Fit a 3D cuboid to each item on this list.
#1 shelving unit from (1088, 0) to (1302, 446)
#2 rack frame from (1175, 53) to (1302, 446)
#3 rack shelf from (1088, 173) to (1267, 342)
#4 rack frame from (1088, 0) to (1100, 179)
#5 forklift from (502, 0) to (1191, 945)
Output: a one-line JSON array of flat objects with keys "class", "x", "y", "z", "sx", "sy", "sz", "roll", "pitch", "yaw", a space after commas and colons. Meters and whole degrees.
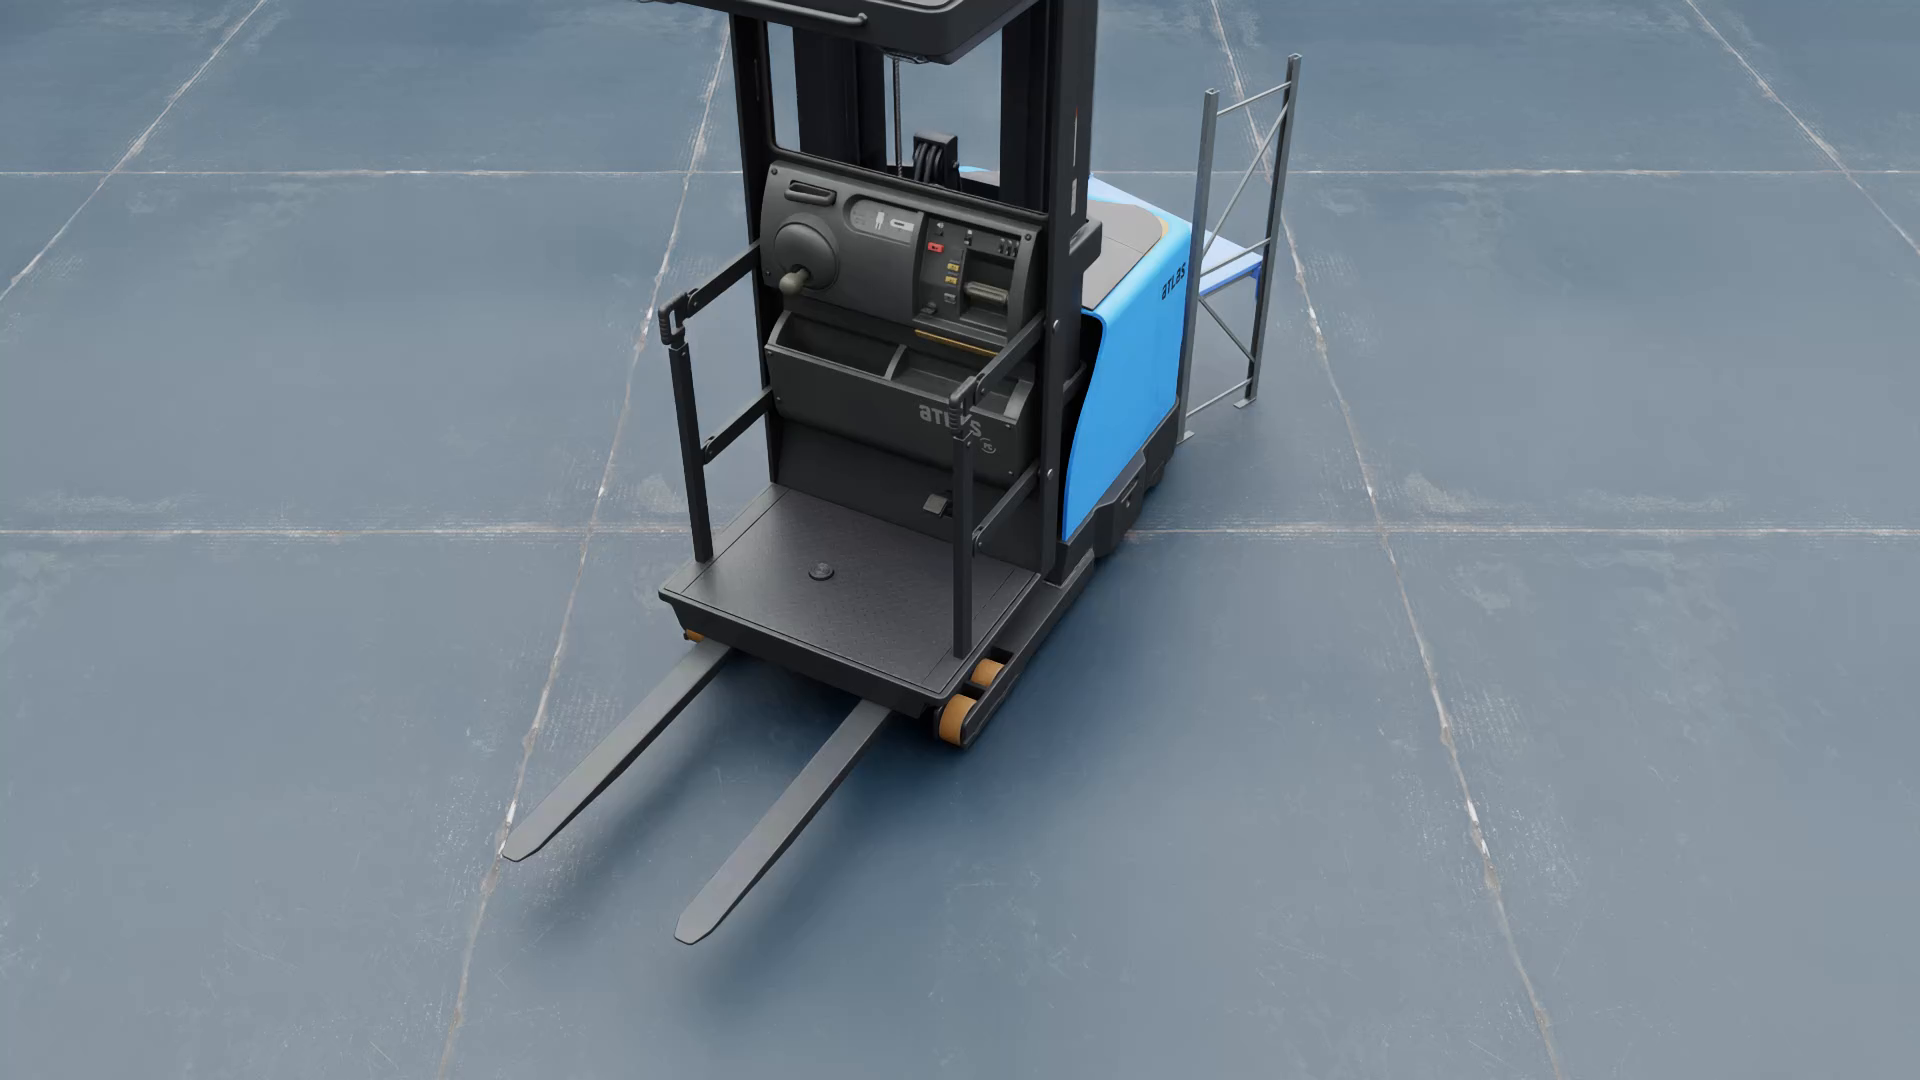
[{"class": "shelving unit", "x": 0.709, "y": -1.314, "z": 6.691, "sx": 0.538, "sy": 1.500, "sz": 1.048, "roll": -30, "pitch": 47, "yaw": -32}, {"class": "rack frame", "x": 1.050, "y": -1.079, "z": 6.397, "sx": 0.500, "sy": 1.500, "sz": 0.032, "roll": -30, "pitch": 47, "yaw": -32}, {"class": "rack shelf", "x": 0.709, "y": -1.174, "z": 6.803, "sx": 0.538, "sy": 0.185, "sz": 1.000, "roll": -30, "pitch": 47, "yaw": -32}, {"class": "rack frame", "x": 0.367, "y": -1.550, "z": 6.985, "sx": 0.500, "sy": 1.500, "sz": 0.032, "roll": -30, "pitch": 47, "yaw": -32}, {"class": "forklift", "x": -0.300, "y": -0.800, "z": 4.904, "sx": 1.130, "sy": 2.935, "sz": 3.031, "roll": 19, "pitch": 42, "yaw": 22}]
